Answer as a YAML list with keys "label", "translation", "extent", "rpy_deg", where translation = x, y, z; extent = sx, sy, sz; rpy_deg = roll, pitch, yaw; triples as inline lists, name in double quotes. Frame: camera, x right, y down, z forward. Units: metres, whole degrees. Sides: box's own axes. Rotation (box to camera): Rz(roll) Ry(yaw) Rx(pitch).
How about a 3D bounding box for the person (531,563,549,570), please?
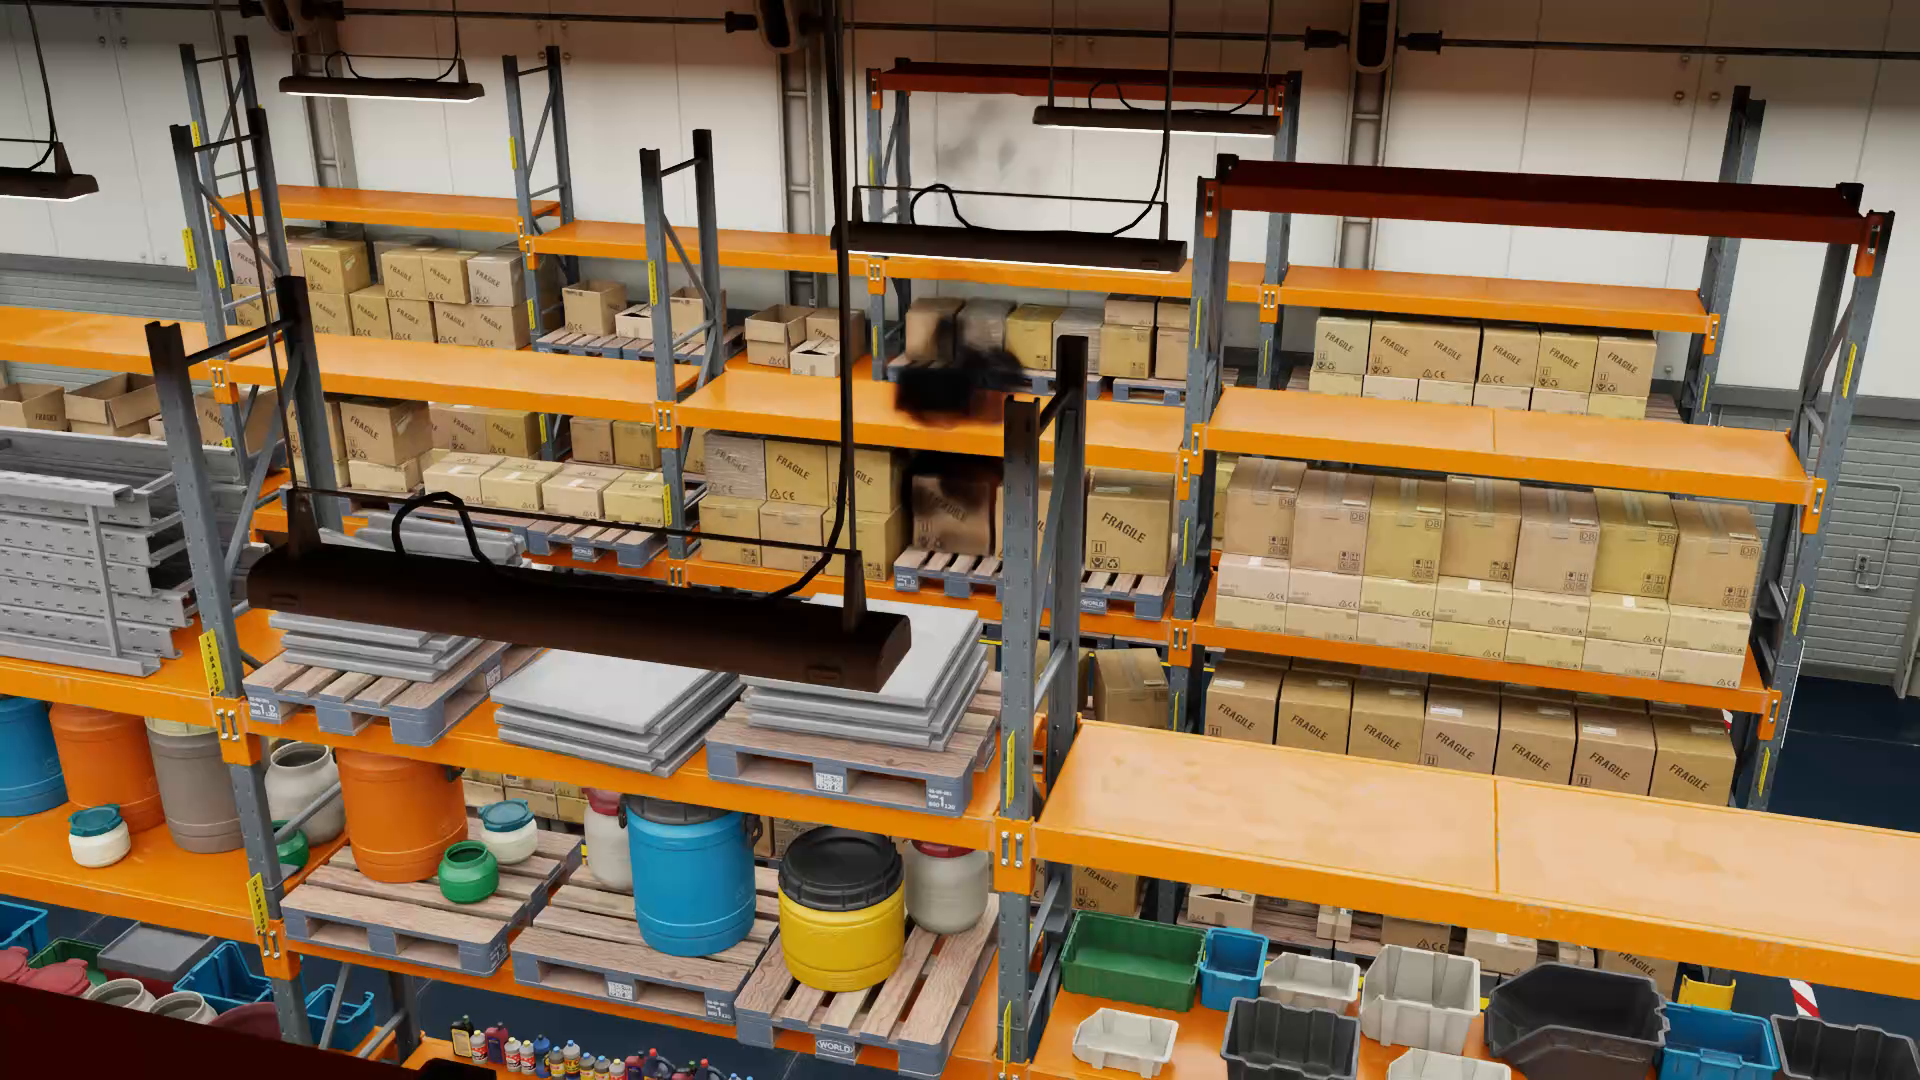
- label: "person"
  translation: [-4.401, 0.667, 16.882]
  extent: [0.636, 1.718, 0.706]
  rpy_deg: [3, 23, 7]
